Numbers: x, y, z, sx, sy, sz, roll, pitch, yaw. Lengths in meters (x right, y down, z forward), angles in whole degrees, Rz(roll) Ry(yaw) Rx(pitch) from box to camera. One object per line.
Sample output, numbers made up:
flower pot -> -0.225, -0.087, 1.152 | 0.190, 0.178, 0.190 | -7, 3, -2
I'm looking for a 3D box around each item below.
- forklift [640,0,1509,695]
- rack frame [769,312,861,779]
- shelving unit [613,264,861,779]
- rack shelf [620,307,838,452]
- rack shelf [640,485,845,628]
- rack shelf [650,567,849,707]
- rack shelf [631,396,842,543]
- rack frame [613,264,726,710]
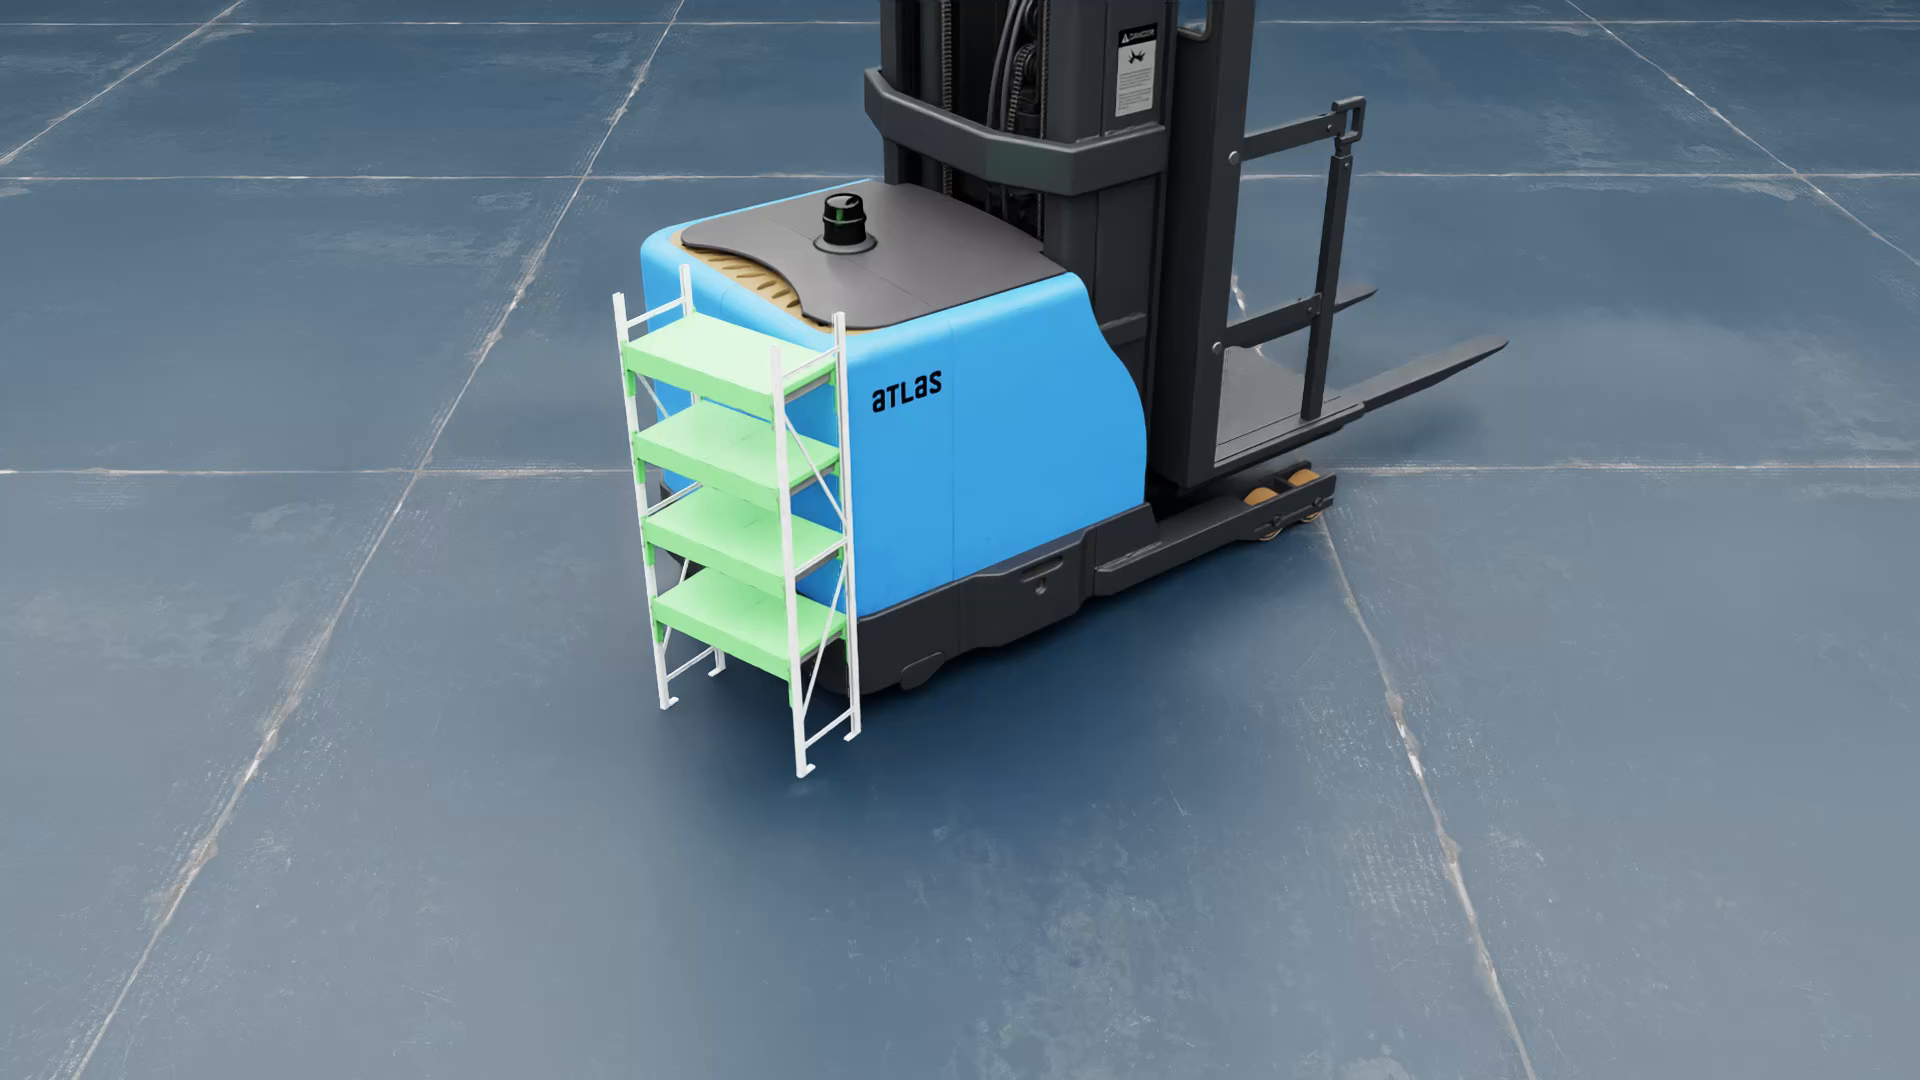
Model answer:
forklift -> 0.583, -1.447, 4.809 | 3.031, 2.935, 1.130 | -22, 37, -31
rack frame -> -0.340, 0.044, 4.021 | 0.015, 1.200, 0.240 | 21, 37, 30
shelving unit -> -0.537, -0.031, 4.144 | 0.503, 1.200, 0.258 | 21, 37, 30
rack shelf -> -0.537, -0.387, 3.928 | 0.480, 0.148, 0.258 | 21, 37, 30
rack shelf -> -0.537, 0.024, 4.177 | 0.480, 0.148, 0.258 | 21, 37, 30
rack shelf -> -0.537, 0.229, 4.302 | 0.480, 0.148, 0.258 | 21, 37, 30
rack shelf -> -0.537, -0.181, 4.053 | 0.480, 0.148, 0.258 | 21, 37, 30
rack frame -> -0.733, -0.106, 4.268 | 0.015, 1.200, 0.240 | 21, 37, 30
